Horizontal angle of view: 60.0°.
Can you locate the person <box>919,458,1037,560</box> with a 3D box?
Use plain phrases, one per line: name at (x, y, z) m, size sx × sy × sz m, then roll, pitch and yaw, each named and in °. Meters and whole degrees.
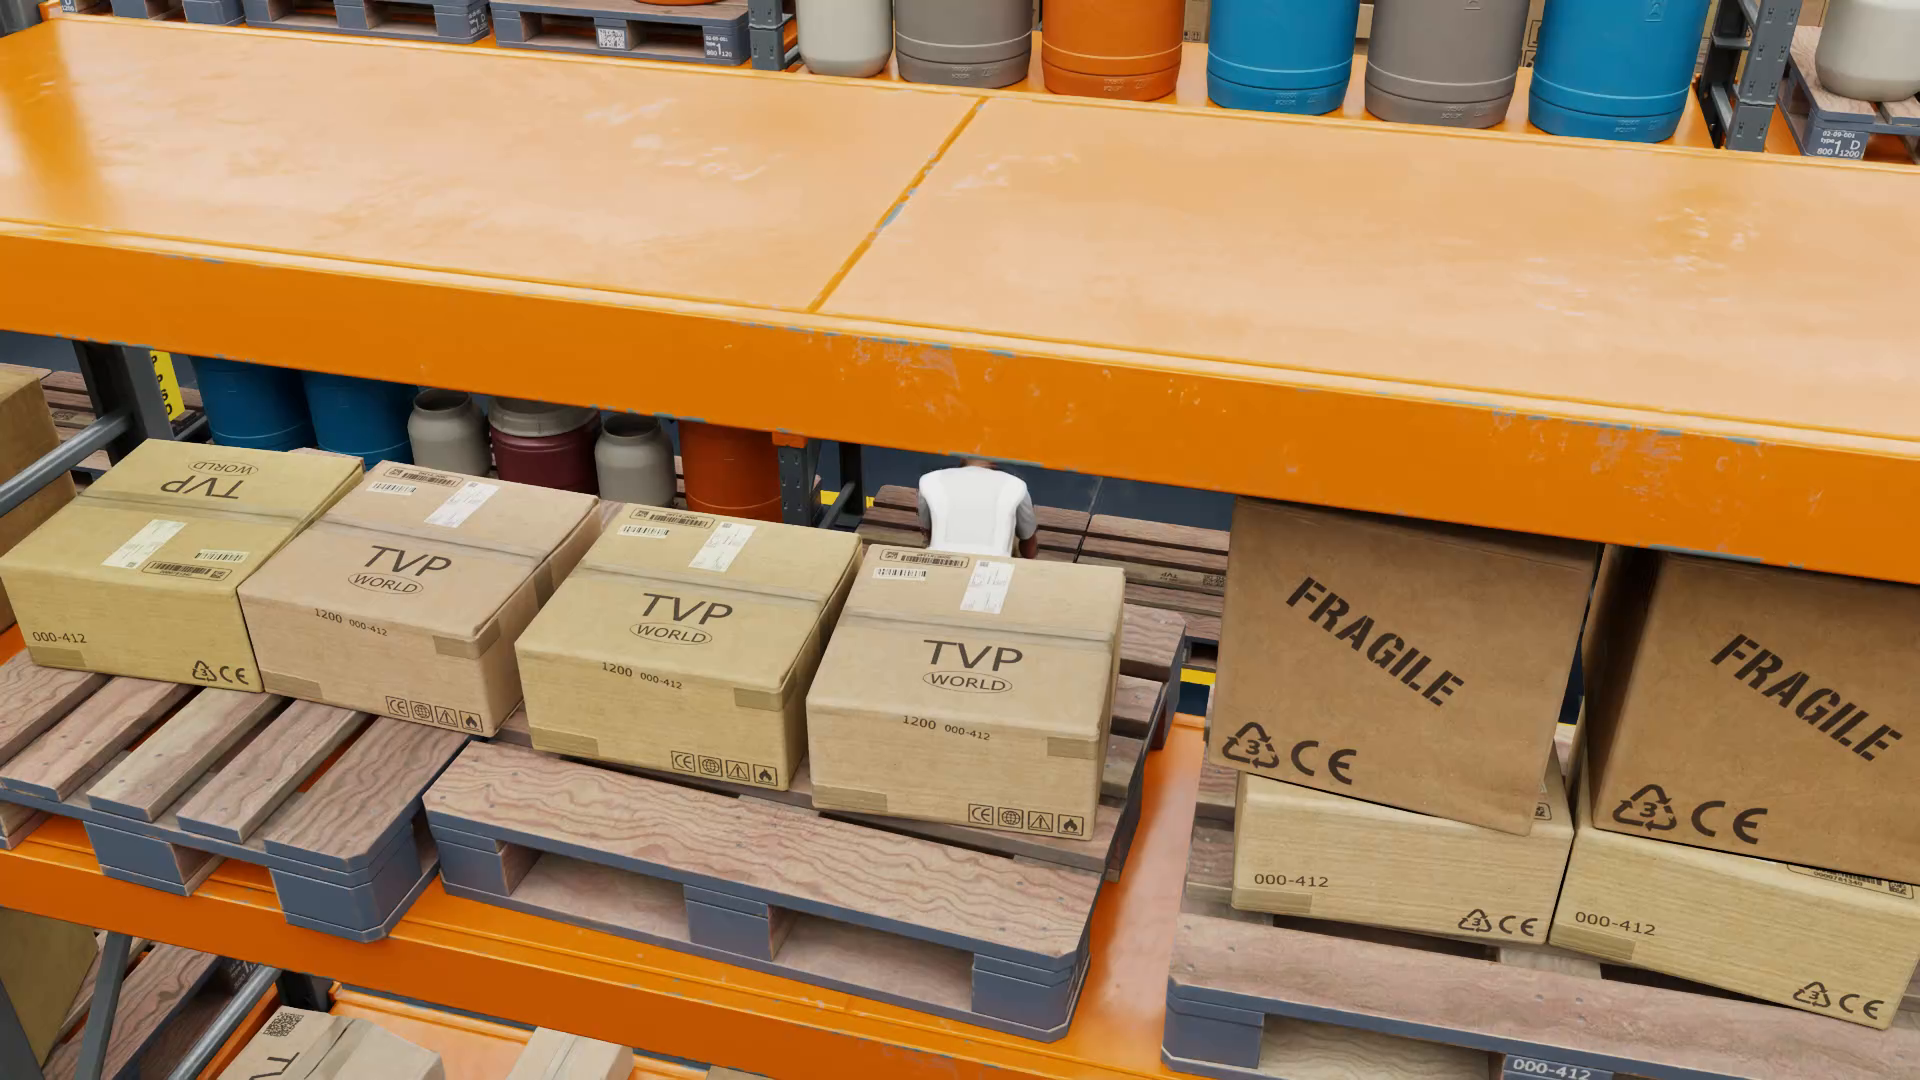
person at (0.048, 0.095, 8.122) m, size 0.588 × 1.112 × 0.884 m, roll 8°, pitch 33°, yaw 12°
